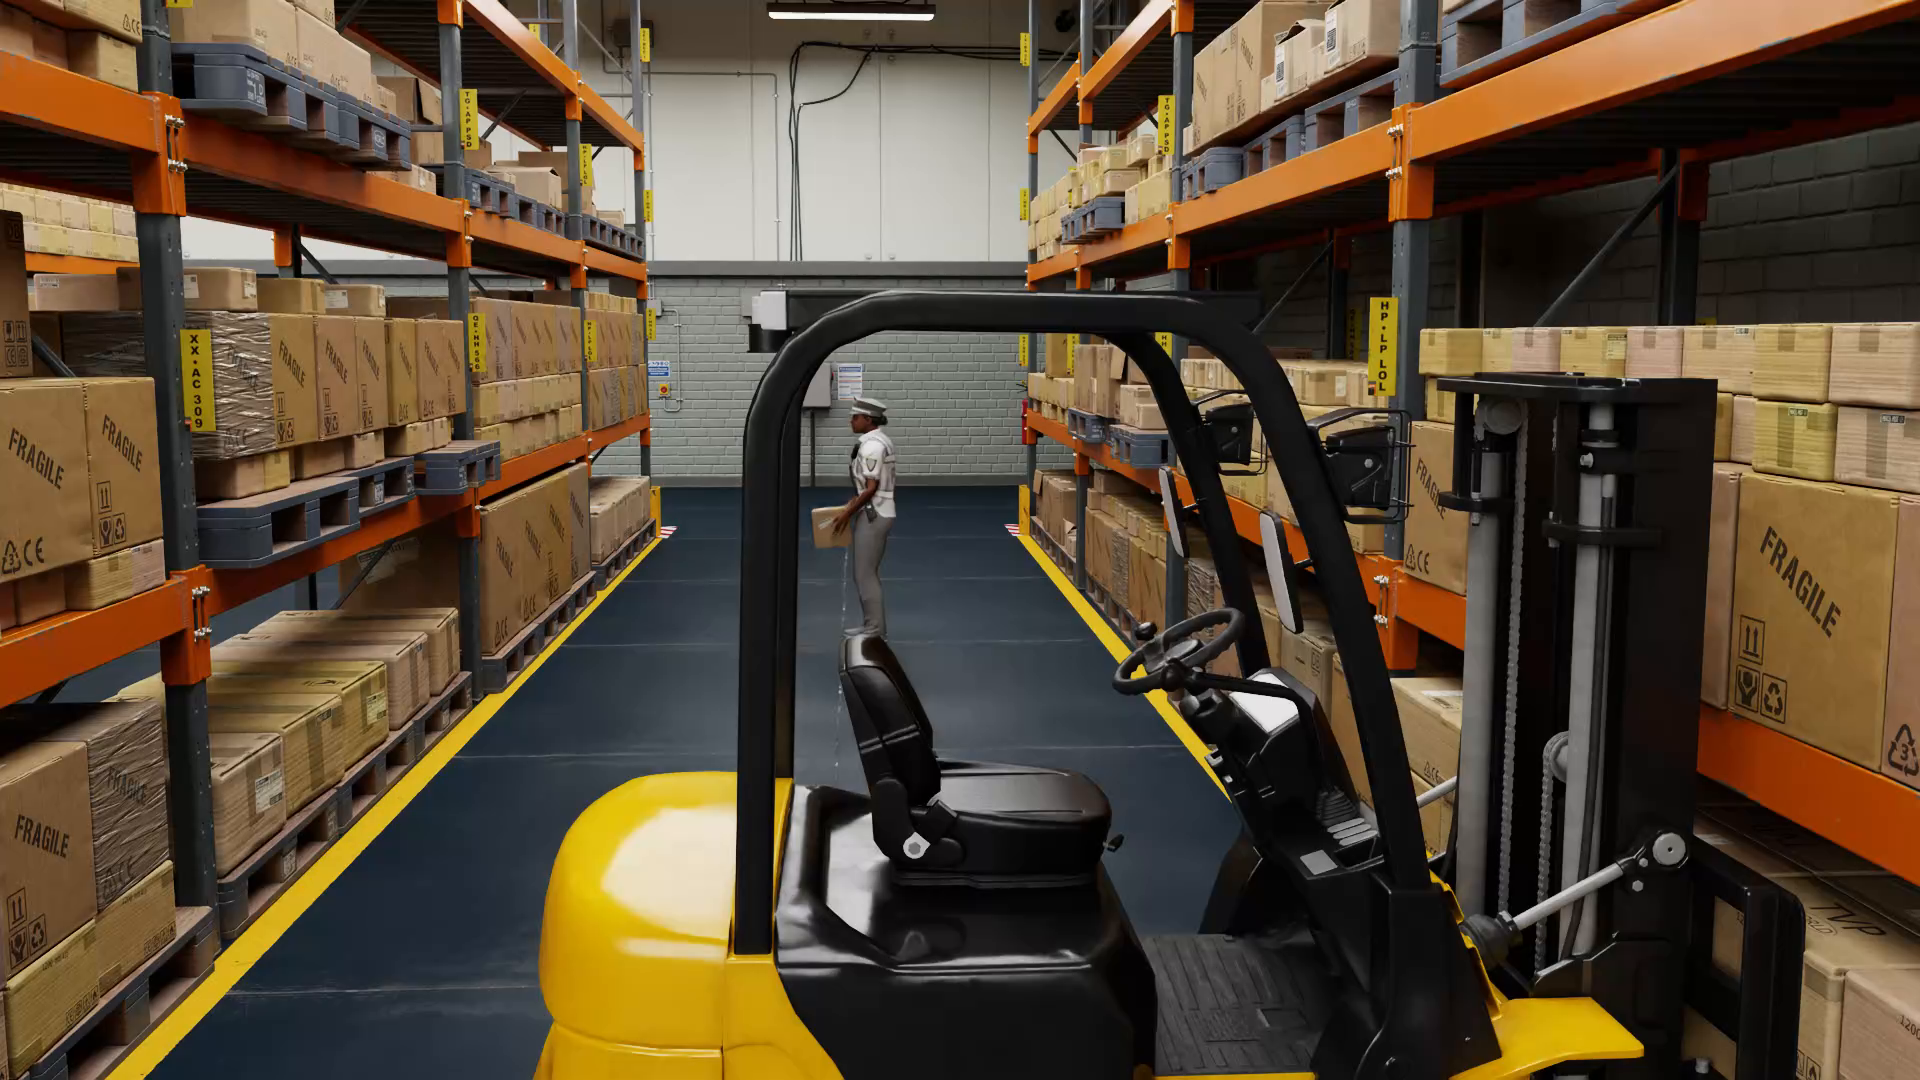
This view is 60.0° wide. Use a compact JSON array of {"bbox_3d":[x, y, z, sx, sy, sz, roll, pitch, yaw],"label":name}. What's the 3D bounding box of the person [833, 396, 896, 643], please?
[{"bbox_3d":[-0.646,-0.137,11.271,0.429,1.684,0.479,0,7,-4],"label":"person"}]
